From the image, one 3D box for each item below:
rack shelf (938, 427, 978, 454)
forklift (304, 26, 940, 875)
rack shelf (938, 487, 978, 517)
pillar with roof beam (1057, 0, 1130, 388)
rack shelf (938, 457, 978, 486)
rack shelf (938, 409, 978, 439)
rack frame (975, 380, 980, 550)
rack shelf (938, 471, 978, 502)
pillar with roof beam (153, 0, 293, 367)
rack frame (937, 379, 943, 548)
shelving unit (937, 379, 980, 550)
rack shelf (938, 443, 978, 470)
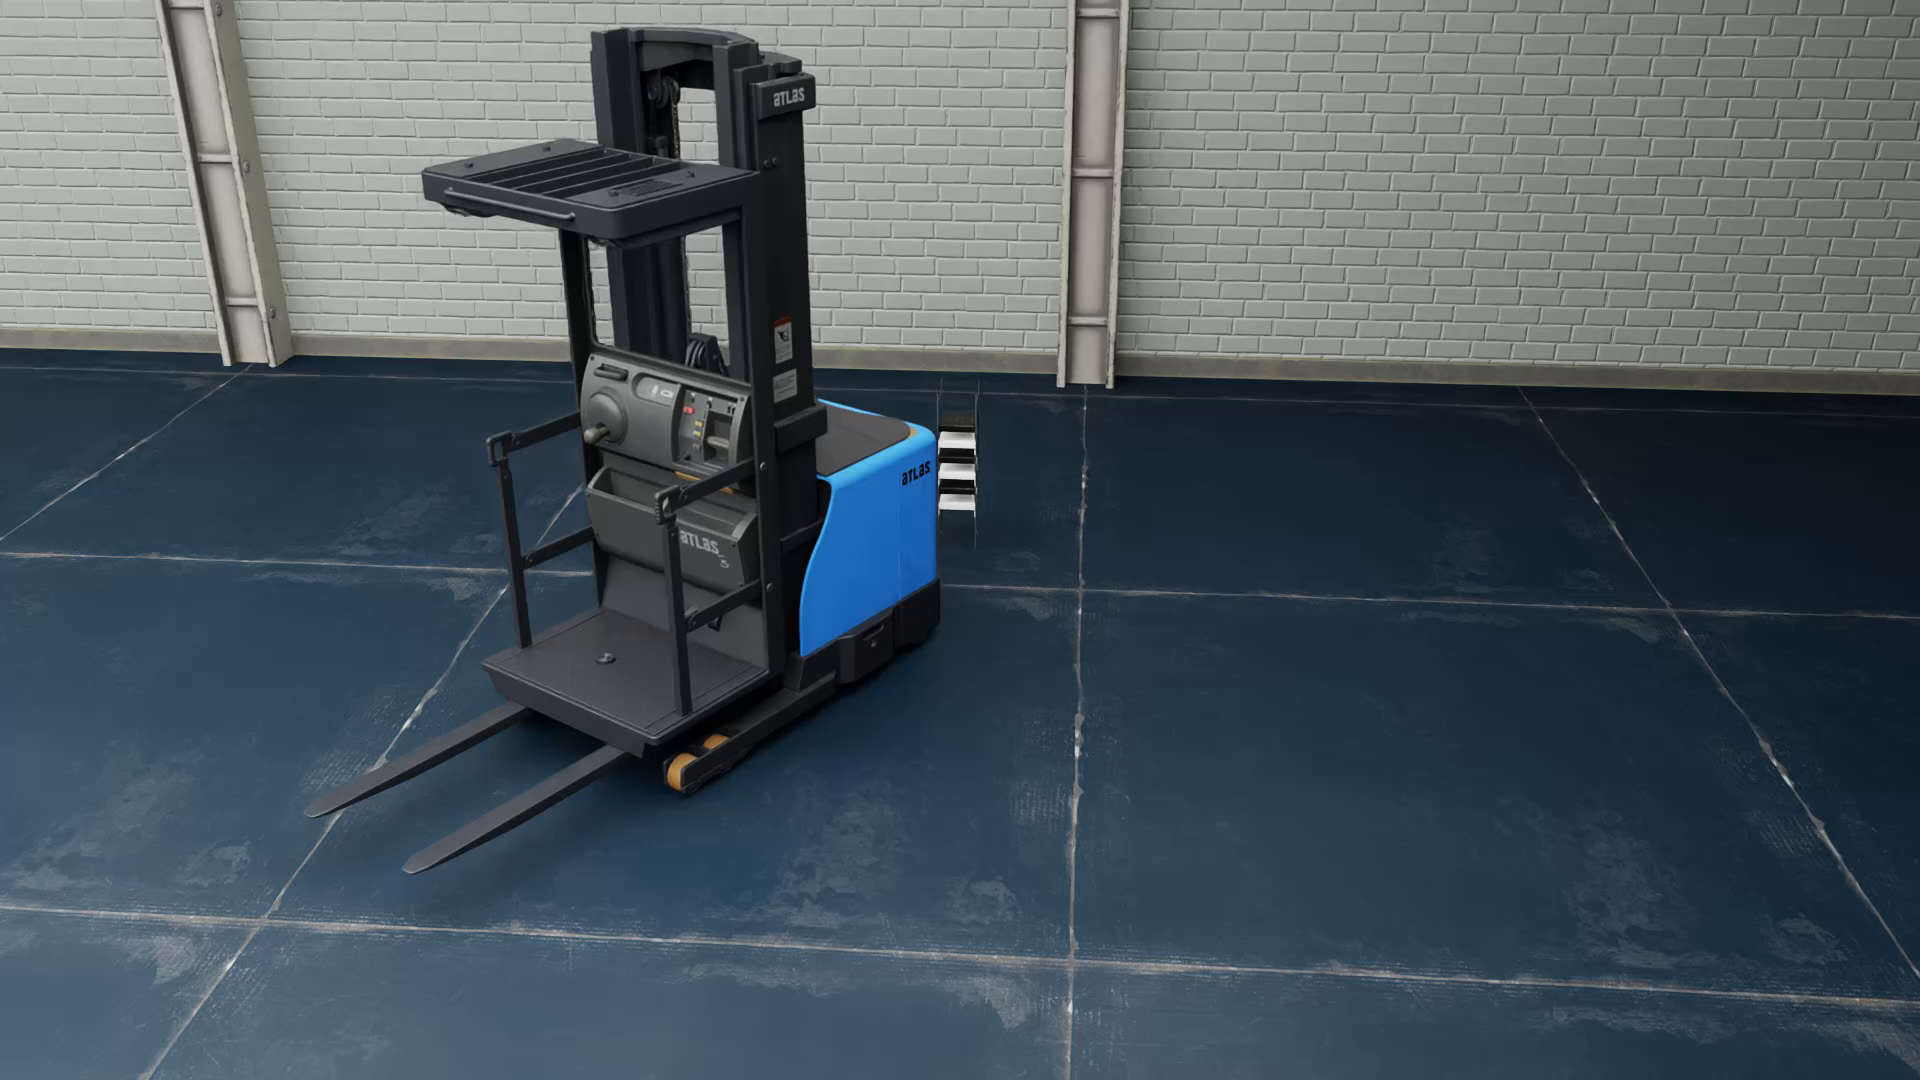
[{"bbox_3d":[-0.008,-0.542,9.001,0.200,0.077,0.258,2,25,4],"label":"rack shelf"},{"bbox_3d":[-1.375,-0.502,6.835,1.130,2.935,3.031,17,30,33],"label":"forklift"},{"bbox_3d":[-0.008,-0.215,9.152,0.200,0.077,0.258,2,25,4],"label":"rack shelf"},{"bbox_3d":[0.553,-3.416,5.908,0.400,9.000,9.100,2,25,4],"label":"pillar with roof beam"},{"bbox_3d":[-0.008,-0.379,9.076,0.200,0.077,0.258,2,25,4],"label":"rack shelf"},{"bbox_3d":[-0.008,-0.624,8.964,0.200,0.077,0.258,2,25,4],"label":"rack shelf"},{"bbox_3d":[0.093,-0.406,9.055,0.006,0.900,0.240,2,25,4],"label":"rack frame"},{"bbox_3d":[-0.008,-0.297,9.114,0.200,0.077,0.258,2,25,4],"label":"rack shelf"},{"bbox_3d":[-5.429,-3.608,6.326,0.400,9.000,9.100,2,25,4],"label":"pillar with roof beam"},{"bbox_3d":[-0.109,-0.412,9.070,0.006,0.900,0.240,2,25,4],"label":"rack frame"},{"bbox_3d":[-0.008,-0.409,9.062,0.210,0.900,0.258,2,25,4],"label":"shelving unit"},{"bbox_3d":[-0.008,-0.461,9.039,0.200,0.077,0.258,2,25,4],"label":"rack shelf"}]
